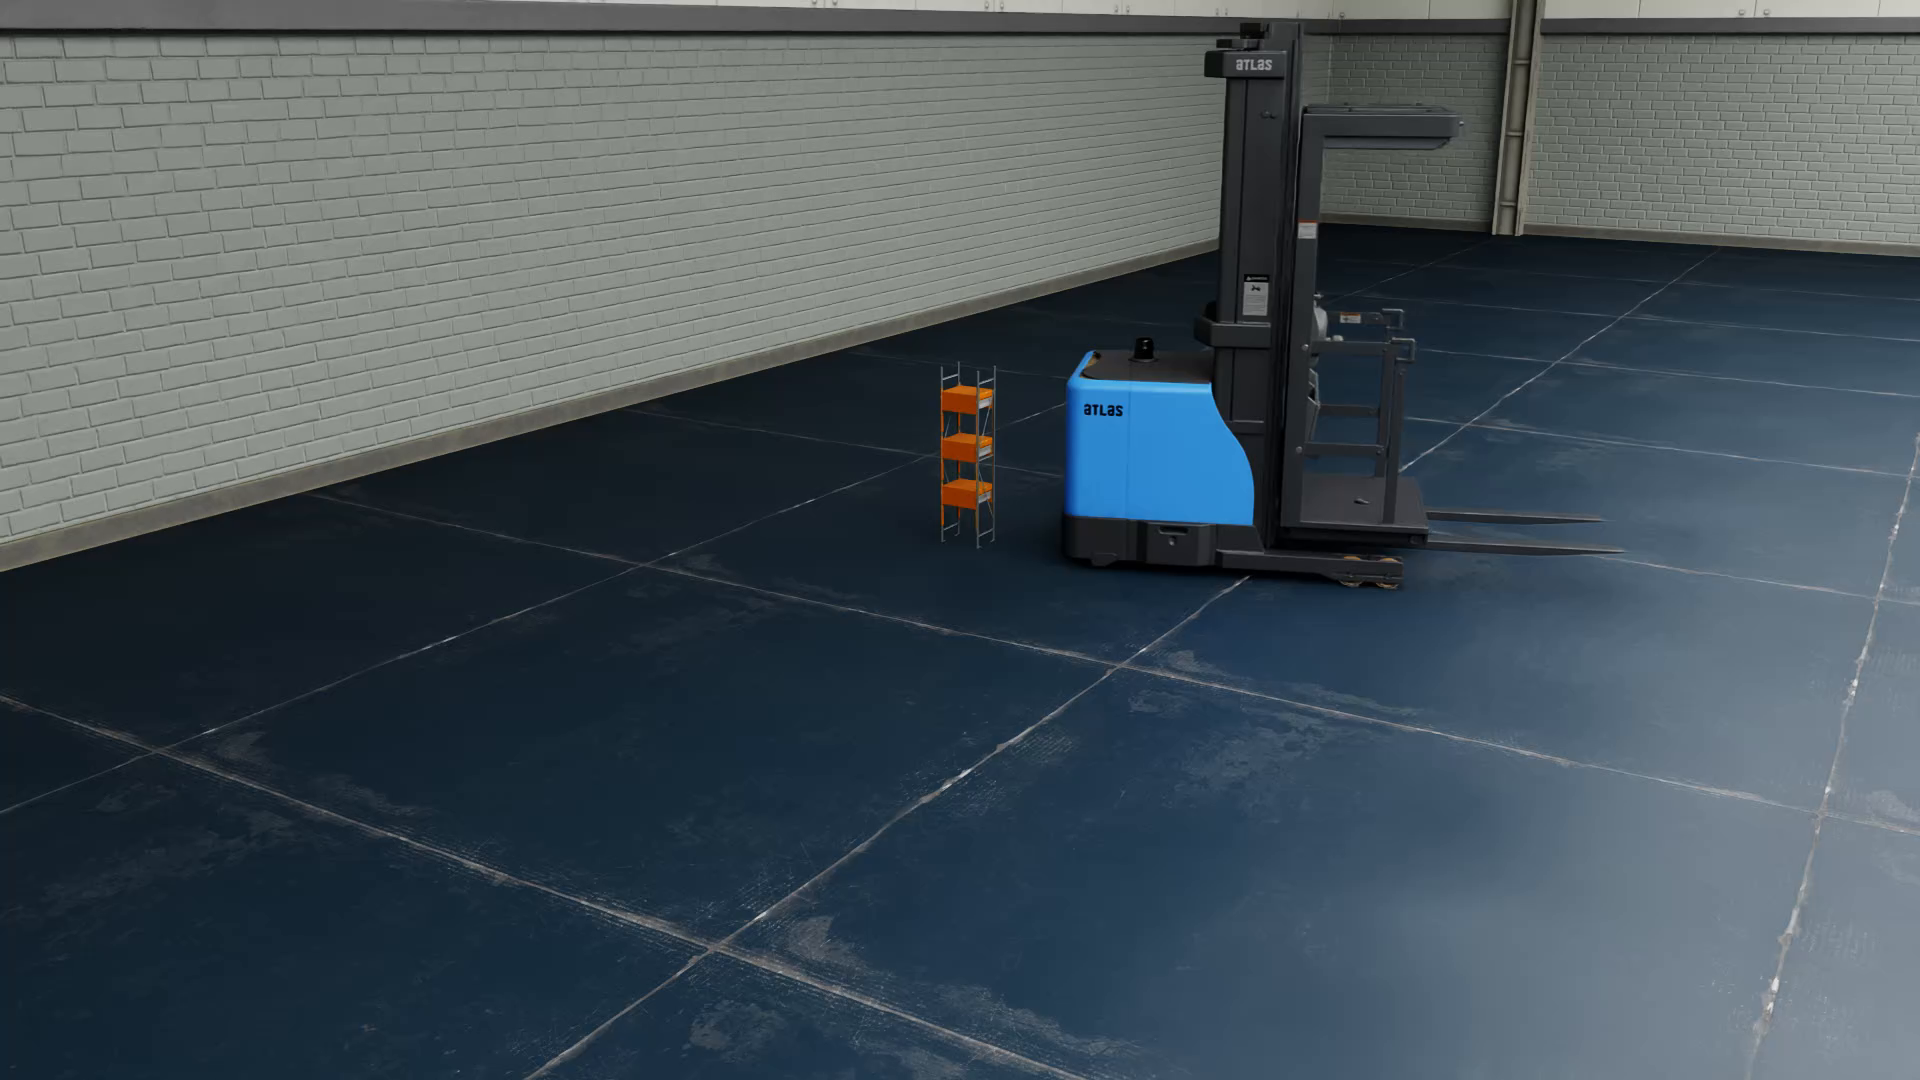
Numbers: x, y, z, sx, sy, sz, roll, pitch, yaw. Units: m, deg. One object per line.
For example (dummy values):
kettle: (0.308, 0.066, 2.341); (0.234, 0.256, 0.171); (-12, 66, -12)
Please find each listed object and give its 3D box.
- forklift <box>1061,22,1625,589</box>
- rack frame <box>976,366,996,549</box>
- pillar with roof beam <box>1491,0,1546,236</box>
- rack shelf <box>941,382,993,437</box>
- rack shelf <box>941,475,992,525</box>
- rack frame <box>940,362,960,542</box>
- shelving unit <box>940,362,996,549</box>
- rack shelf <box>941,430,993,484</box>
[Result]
forklift: (2.138, -1.305, 9.136); (3.031, 2.935, 1.130); (3, 17, 10)
rack frame: (0.150, -0.476, 9.641); (0.008, 1.050, 0.200); (10, 20, 30)
pillar with roof beam: (5.993, -7.848, 20.234); (0.400, 9.000, 9.100); (10, 20, 30)
rack shelf: (0.046, -0.756, 9.622); (0.240, 0.259, 0.215); (10, 20, 30)
rack shelf: (0.046, -0.218, 9.786); (0.240, 0.259, 0.215); (10, 20, 30)
rack frame: (-0.058, -0.513, 9.763); (0.008, 1.050, 0.200); (10, 20, 30)
shelving unit: (0.046, -0.494, 9.702); (0.252, 1.050, 0.215); (10, 20, 30)
rack shelf: (0.046, -0.484, 9.705); (0.240, 0.259, 0.215); (10, 20, 30)
